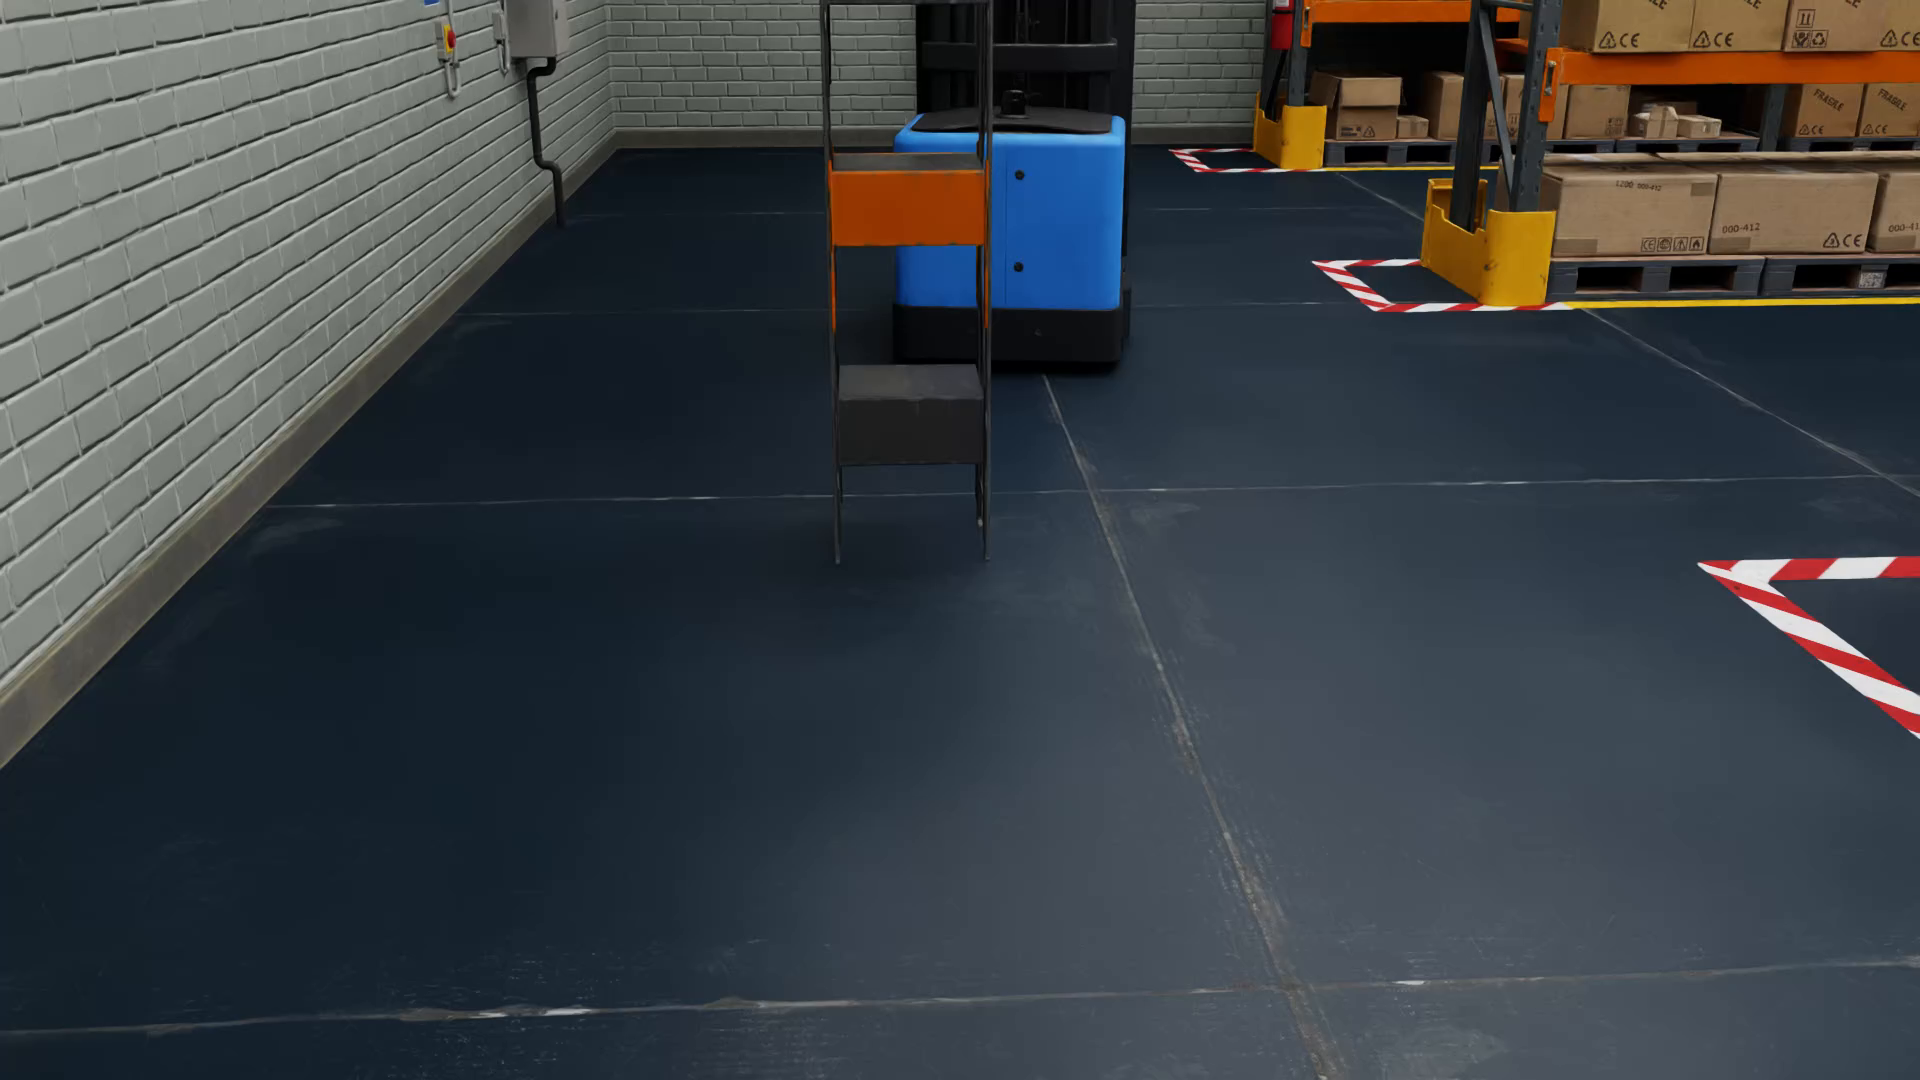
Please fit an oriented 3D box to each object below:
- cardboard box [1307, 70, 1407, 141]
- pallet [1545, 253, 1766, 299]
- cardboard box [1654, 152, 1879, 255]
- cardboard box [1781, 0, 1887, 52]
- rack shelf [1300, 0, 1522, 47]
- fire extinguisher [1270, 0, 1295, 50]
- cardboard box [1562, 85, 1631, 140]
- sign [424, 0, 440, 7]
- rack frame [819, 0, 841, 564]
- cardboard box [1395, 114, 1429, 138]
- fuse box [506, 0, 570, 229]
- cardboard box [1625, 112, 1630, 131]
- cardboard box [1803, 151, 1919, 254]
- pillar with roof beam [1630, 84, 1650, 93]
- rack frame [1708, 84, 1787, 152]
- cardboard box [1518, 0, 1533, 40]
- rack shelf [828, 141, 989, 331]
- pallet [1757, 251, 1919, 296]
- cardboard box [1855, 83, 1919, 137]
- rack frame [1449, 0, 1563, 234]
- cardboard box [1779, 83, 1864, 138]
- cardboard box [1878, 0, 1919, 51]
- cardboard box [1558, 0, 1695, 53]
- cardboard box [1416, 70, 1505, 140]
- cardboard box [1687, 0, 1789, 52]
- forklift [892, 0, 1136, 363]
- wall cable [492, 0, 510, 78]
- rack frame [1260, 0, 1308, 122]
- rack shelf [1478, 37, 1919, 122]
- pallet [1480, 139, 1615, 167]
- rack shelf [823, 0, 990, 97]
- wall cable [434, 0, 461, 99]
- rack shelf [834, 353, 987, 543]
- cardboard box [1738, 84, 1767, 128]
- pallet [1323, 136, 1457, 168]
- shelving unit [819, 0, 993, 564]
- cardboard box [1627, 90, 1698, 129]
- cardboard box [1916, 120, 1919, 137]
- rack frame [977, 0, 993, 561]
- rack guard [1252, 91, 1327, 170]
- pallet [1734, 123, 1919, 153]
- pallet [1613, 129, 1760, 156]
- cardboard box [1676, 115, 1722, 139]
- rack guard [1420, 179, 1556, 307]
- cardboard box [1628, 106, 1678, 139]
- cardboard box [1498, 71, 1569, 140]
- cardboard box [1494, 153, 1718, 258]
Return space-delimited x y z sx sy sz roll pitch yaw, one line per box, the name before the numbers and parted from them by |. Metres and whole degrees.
cardboard box | 3.304 -3.634 13.867 0.637 0.503 0.797 -2 21 -5
pallet | 3.769 -1.603 9.534 1.213 0.211 1.003 -1 21 -3
cardboard box | 4.542 -1.931 9.489 0.875 0.438 0.875 -1 21 -2
cardboard box | 4.483 -2.841 8.726 0.500 0.500 0.500 -1 21 -3
rack shelf | 4.685 -4.330 13.788 4.000 0.370 1.077 -1 21 -3
fire extinguisher | 2.568 -4.248 13.195 0.183 0.674 0.296 -1 21 -3
cardboard box | 5.196 -3.657 13.933 0.500 0.500 0.700 -2 21 -5
sign | -2.711 -2.847 8.504 0.001 0.218 0.327 -1 21 -3
rack frame | -0.409 -0.973 5.226 0.015 2.100 0.400 -1 21 -3
cardboard box | 3.731 -3.463 13.917 0.250 0.149 0.380 -2 21 -5
fuse box | -2.627 -2.886 10.797 0.414 1.711 0.539 -1 21 -3
cardboard box | 5.576 -3.632 14.362 0.250 0.149 0.380 -1 21 -4
cardboard box | 5.442 -1.949 9.535 0.875 0.438 0.875 -2 21 -5
pillar with roof beam | 6.181 -6.287 9.487 0.400 9.000 9.100 -1 21 -3
rack frame | 6.682 -4.706 13.767 0.127 3.000 1.000 -1 21 -3
cardboard box | 3.442 -3.013 9.177 0.500 0.500 0.500 -1 21 -3
rack shelf | -0.165 -0.965 5.243 0.480 0.518 0.431 -1 21 -3
pallet | 4.984 -1.627 9.597 1.213 0.211 1.003 -1 21 -3
cardboard box | 7.708 -3.679 13.991 0.500 0.500 0.500 -1 21 -4
rack frame | 2.975 -2.862 8.923 0.127 3.000 1.000 -1 21 -3
cardboard box | 7.177 -3.664 13.953 0.500 0.500 0.500 0 21 -1
cardboard box | 4.982 -2.857 8.768 0.500 0.500 0.500 0 21 -1
cardboard box | 3.471 -2.817 8.662 0.500 0.500 0.500 -1 21 -3
cardboard box | 4.160 -3.636 13.877 0.500 0.500 0.700 0 21 -1
cardboard box | 3.974 -2.837 8.715 0.500 0.500 0.500 -1 21 -4
forklift | 0.349 -2.656 8.477 1.130 2.935 3.031 2 21 5
wall cable | -2.746 -3.718 9.742 0.122 1.984 0.588 -1 21 -3
rack frame | 2.688 -4.625 13.554 0.127 3.000 1.000 -1 21 -3
rack shelf | 4.972 -2.566 9.157 4.000 0.370 1.077 -1 21 -3
pallet | 4.775 -3.364 14.160 1.213 0.211 1.003 -1 21 -3
rack shelf | -0.165 -1.619 4.994 0.480 0.518 0.431 -1 21 -3
wall cable | -2.653 -3.229 8.414 0.123 1.953 0.585 -1 21 -3
rack shelf | -0.165 -0.311 5.492 0.480 0.518 0.431 -1 21 -3
cardboard box | 7.155 -3.850 14.439 0.500 0.500 0.500 -1 21 -3
pallet | 3.560 -3.340 14.097 1.213 0.211 1.003 -1 21 -3
shelving unit | -0.165 -0.978 5.239 0.503 2.100 0.431 -1 21 -3
cardboard box | 6.009 -3.717 14.356 0.500 0.311 0.500 0 21 -1
cardboard box | 8.207 -3.687 14.013 0.500 0.500 0.500 -2 21 -5
rack frame | 0.078 -0.983 5.252 0.015 2.100 0.400 -1 21 -3
rack guard | 2.764 -3.459 14.002 0.348 0.500 1.175 -1 21 -3
pallet | 7.492 -3.433 14.342 1.213 0.211 1.003 -1 21 -3
pallet | 5.996 -3.390 14.227 1.213 0.211 1.003 -1 21 -3
cardboard box | 6.142 -3.455 13.896 0.250 0.149 0.380 -2 21 -5
rack guard | 2.951 -1.693 9.366 0.348 0.500 1.175 -1 21 -3
cardboard box | 5.786 -3.502 13.856 0.258 0.266 0.396 0 21 -1
cardboard box | 4.693 -3.611 13.812 0.500 0.500 0.500 -1 21 -2
cardboard box | 3.628 -1.910 9.432 0.875 0.438 0.875 -2 21 -5
